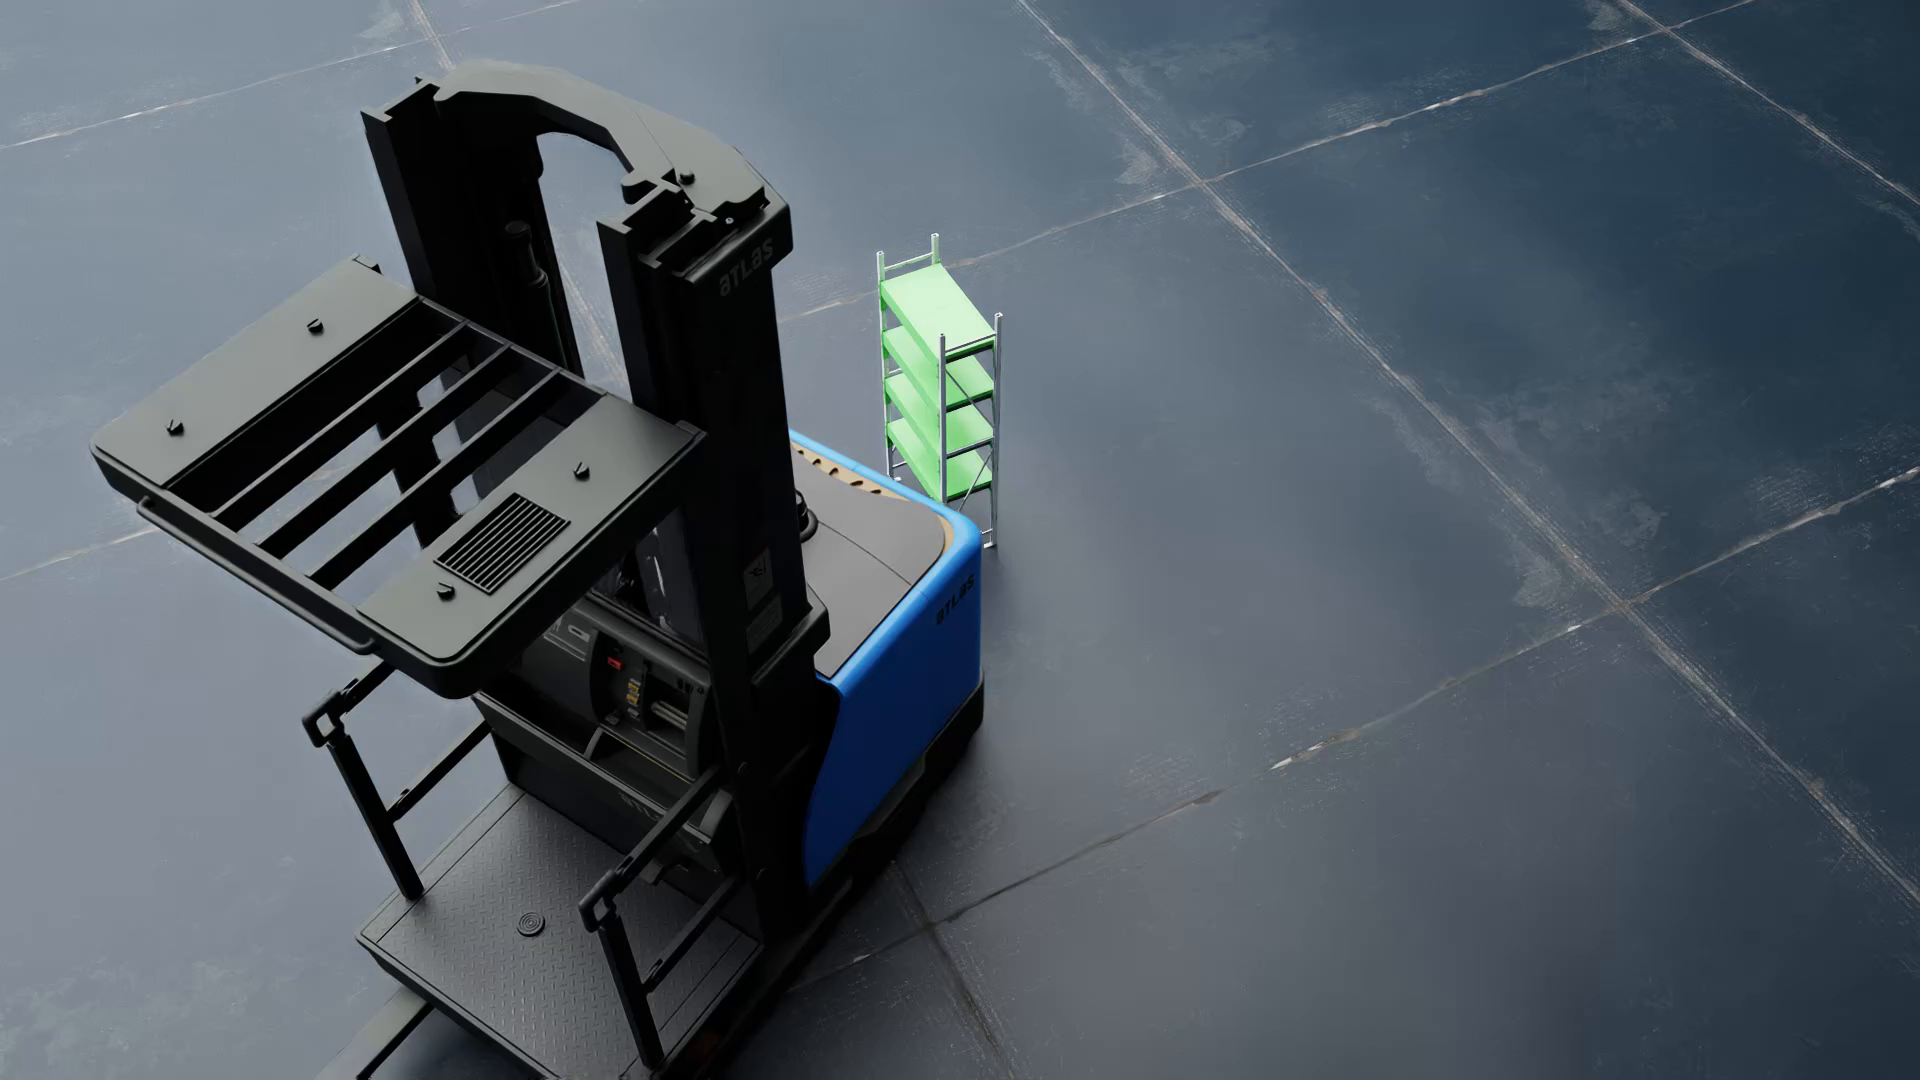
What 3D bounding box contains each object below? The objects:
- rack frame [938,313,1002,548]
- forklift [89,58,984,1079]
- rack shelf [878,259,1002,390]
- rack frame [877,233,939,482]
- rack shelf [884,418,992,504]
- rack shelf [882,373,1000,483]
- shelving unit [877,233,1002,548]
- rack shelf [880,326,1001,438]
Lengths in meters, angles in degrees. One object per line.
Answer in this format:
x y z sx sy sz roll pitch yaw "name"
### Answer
0.036 -0.342 6.145 0.240 1.200 0.015 -21 52 -18 "rack frame"
-1.155 0.413 4.334 1.130 2.935 3.031 27 54 22 "forklift"
-0.076 -0.780 5.975 0.258 0.148 0.480 -21 52 -18 "rack shelf"
-0.187 -0.669 6.431 0.240 1.200 0.015 -21 52 -18 "rack frame"
-0.076 -0.306 6.517 0.258 0.148 0.480 -21 52 -18 "rack shelf"
-0.076 -0.464 6.336 0.258 0.148 0.480 -21 52 -18 "rack shelf"
-0.076 -0.506 6.288 0.258 1.200 0.503 -21 52 -18 "shelving unit"
-0.076 -0.622 6.155 0.258 0.148 0.480 -21 52 -18 "rack shelf"
